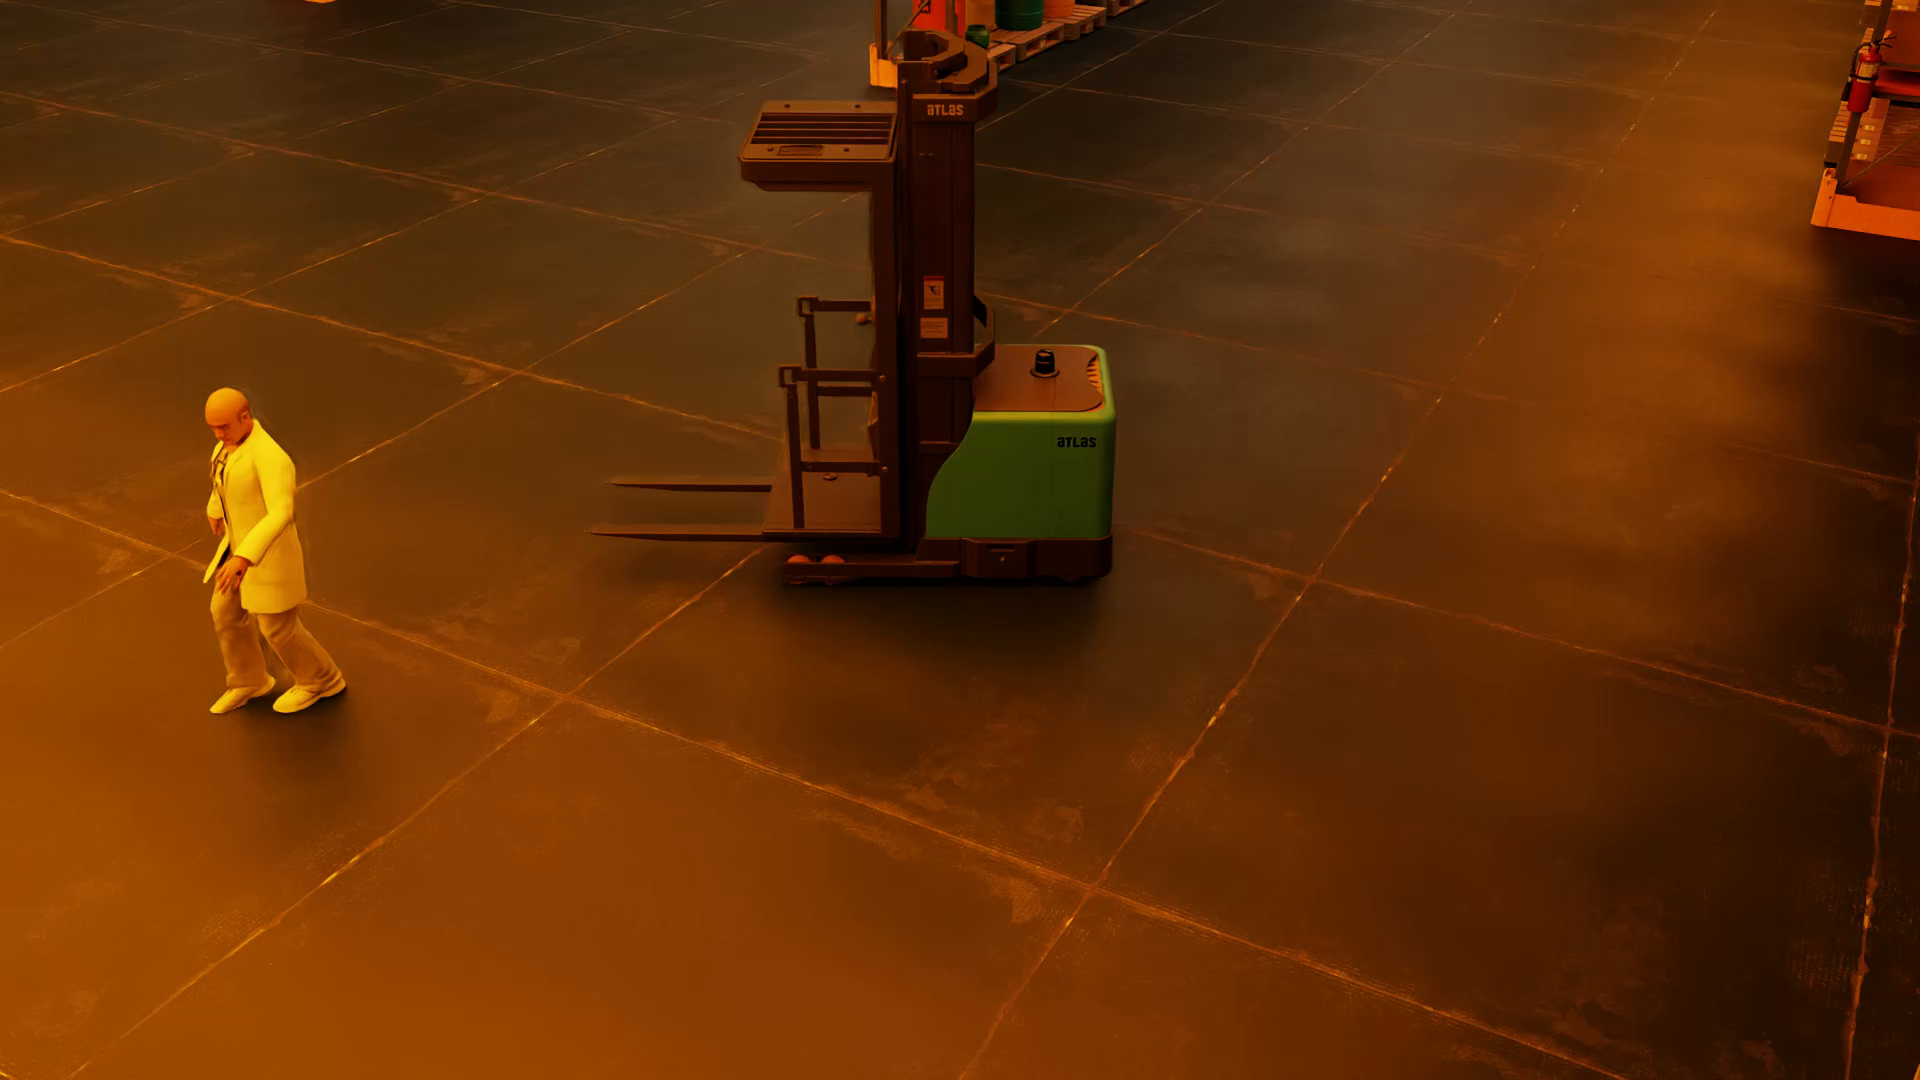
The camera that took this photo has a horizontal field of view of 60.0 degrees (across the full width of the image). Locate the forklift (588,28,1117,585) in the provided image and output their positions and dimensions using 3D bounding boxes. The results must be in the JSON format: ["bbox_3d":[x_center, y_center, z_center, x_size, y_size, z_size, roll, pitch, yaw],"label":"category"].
[{"bbox_3d":[-0.635,-1.275,9.280,3.031,2.935,1.130,0,30,1],"label":"forklift"}]

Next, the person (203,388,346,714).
[{"bbox_3d":[-3.496,0.105,8.126,0.636,1.808,1.025,-24,38,-35],"label":"person"}]
